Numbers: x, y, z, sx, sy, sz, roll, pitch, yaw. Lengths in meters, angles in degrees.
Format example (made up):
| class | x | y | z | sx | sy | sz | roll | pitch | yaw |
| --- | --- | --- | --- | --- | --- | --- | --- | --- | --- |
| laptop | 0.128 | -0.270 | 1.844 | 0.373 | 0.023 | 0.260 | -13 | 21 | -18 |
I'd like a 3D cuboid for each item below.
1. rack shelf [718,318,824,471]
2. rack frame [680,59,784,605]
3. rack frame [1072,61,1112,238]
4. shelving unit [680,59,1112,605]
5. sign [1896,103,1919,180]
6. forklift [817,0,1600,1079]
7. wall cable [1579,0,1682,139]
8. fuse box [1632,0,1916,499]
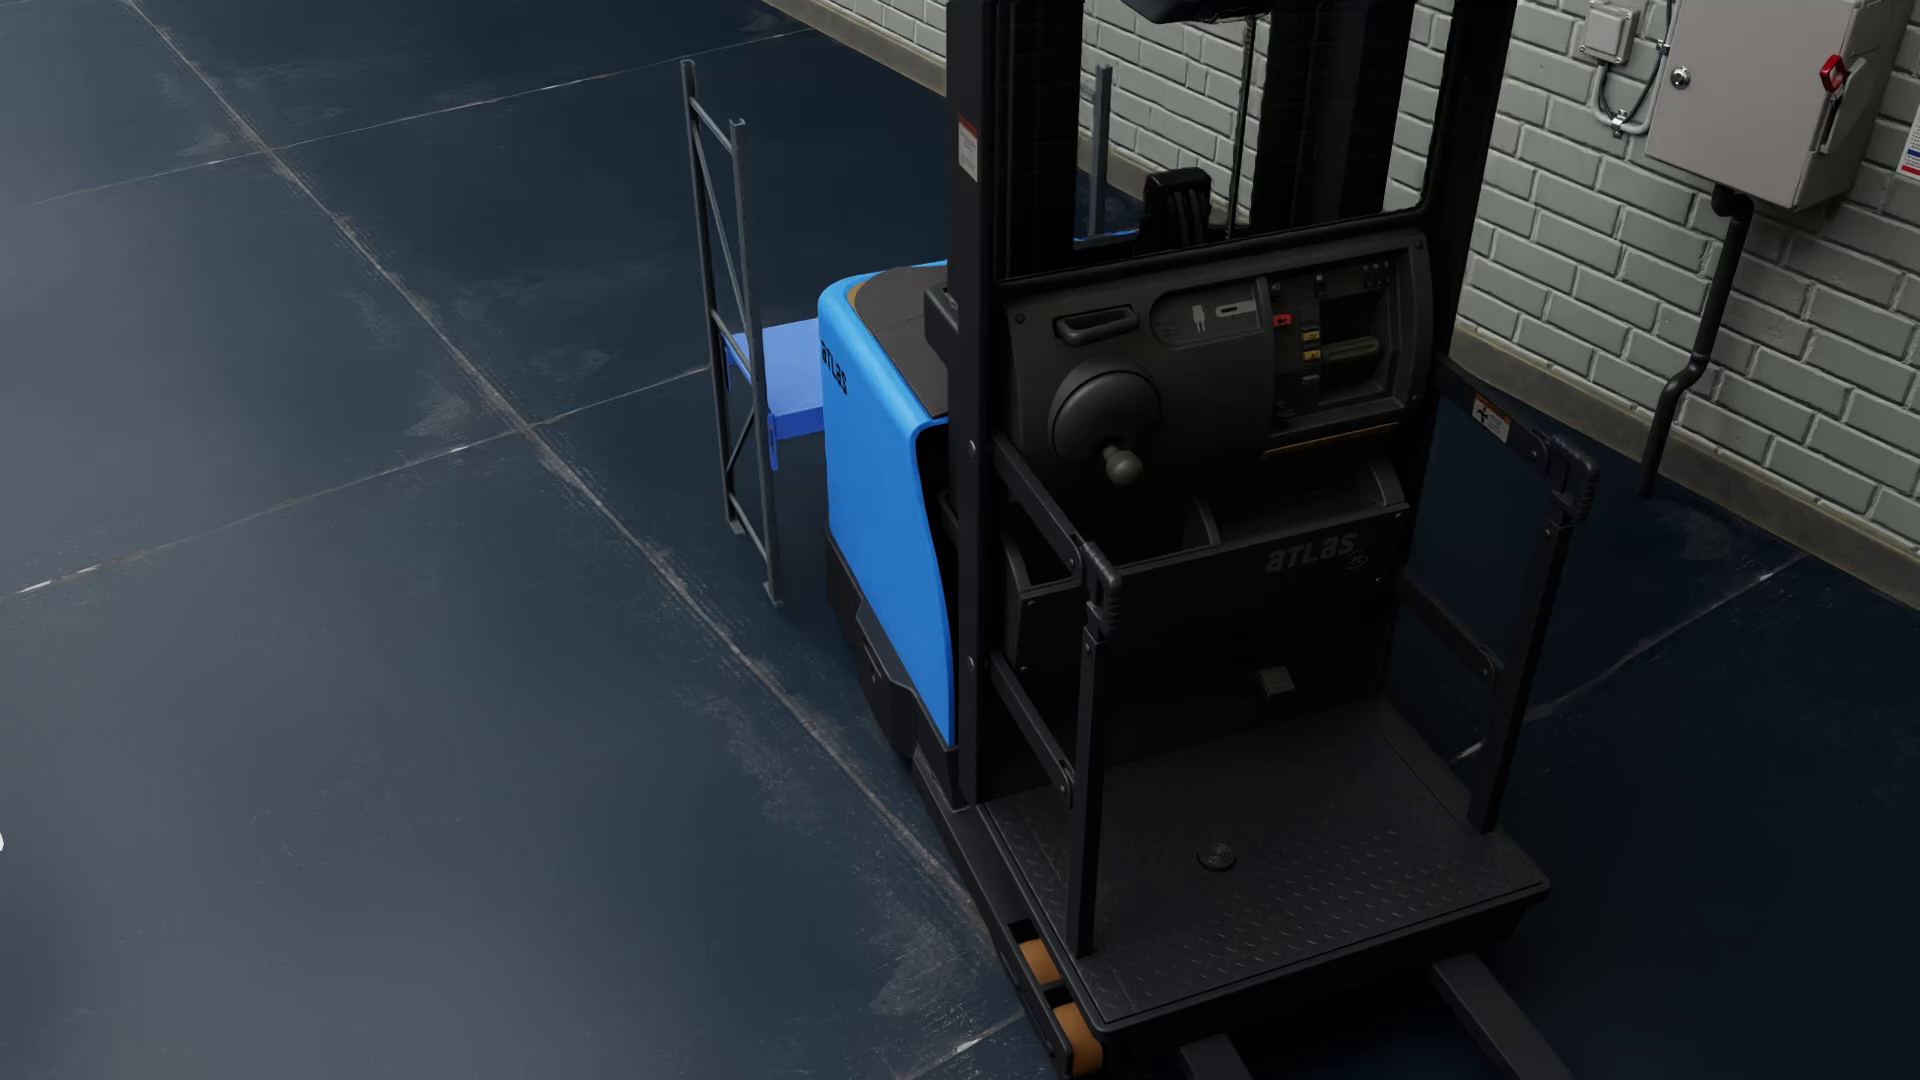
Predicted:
| class | x | y | z | sx | sy | sz | roll | pitch | yaw |
| --- | --- | --- | --- | --- | --- | --- | --- | --- | --- |
| rack shelf | -0.174 | -0.522 | 4.999 | 1.000 | 0.185 | 0.538 | -14 | 38 | -19 |
| rack frame | -0.641 | -0.551 | 4.731 | 0.032 | 1.500 | 0.500 | -14 | 38 | -19 |
| rack frame | 0.293 | -0.785 | 5.057 | 0.032 | 1.500 | 0.500 | -14 | 38 | -19 |
| shelving unit | -0.174 | -0.668 | 4.894 | 1.048 | 1.500 | 0.538 | -14 | 38 | -19 |
| sign | 2.684 | -1.141 | 4.349 | 0.001 | 0.494 | 0.329 | -22 | 41 | -28 |
| forklift | 0.612 | -0.297 | 3.153 | 1.130 | 2.935 | 3.031 | -13 | 38 | -17 |
| wall cable | 1.966 | -2.137 | 4.782 | 0.122 | 1.984 | 0.588 | -22 | 41 | -28 |
| fuse box | 2.230 | -0.823 | 4.928 | 0.414 | 1.711 | 0.539 | -22 | 41 | -28 |
